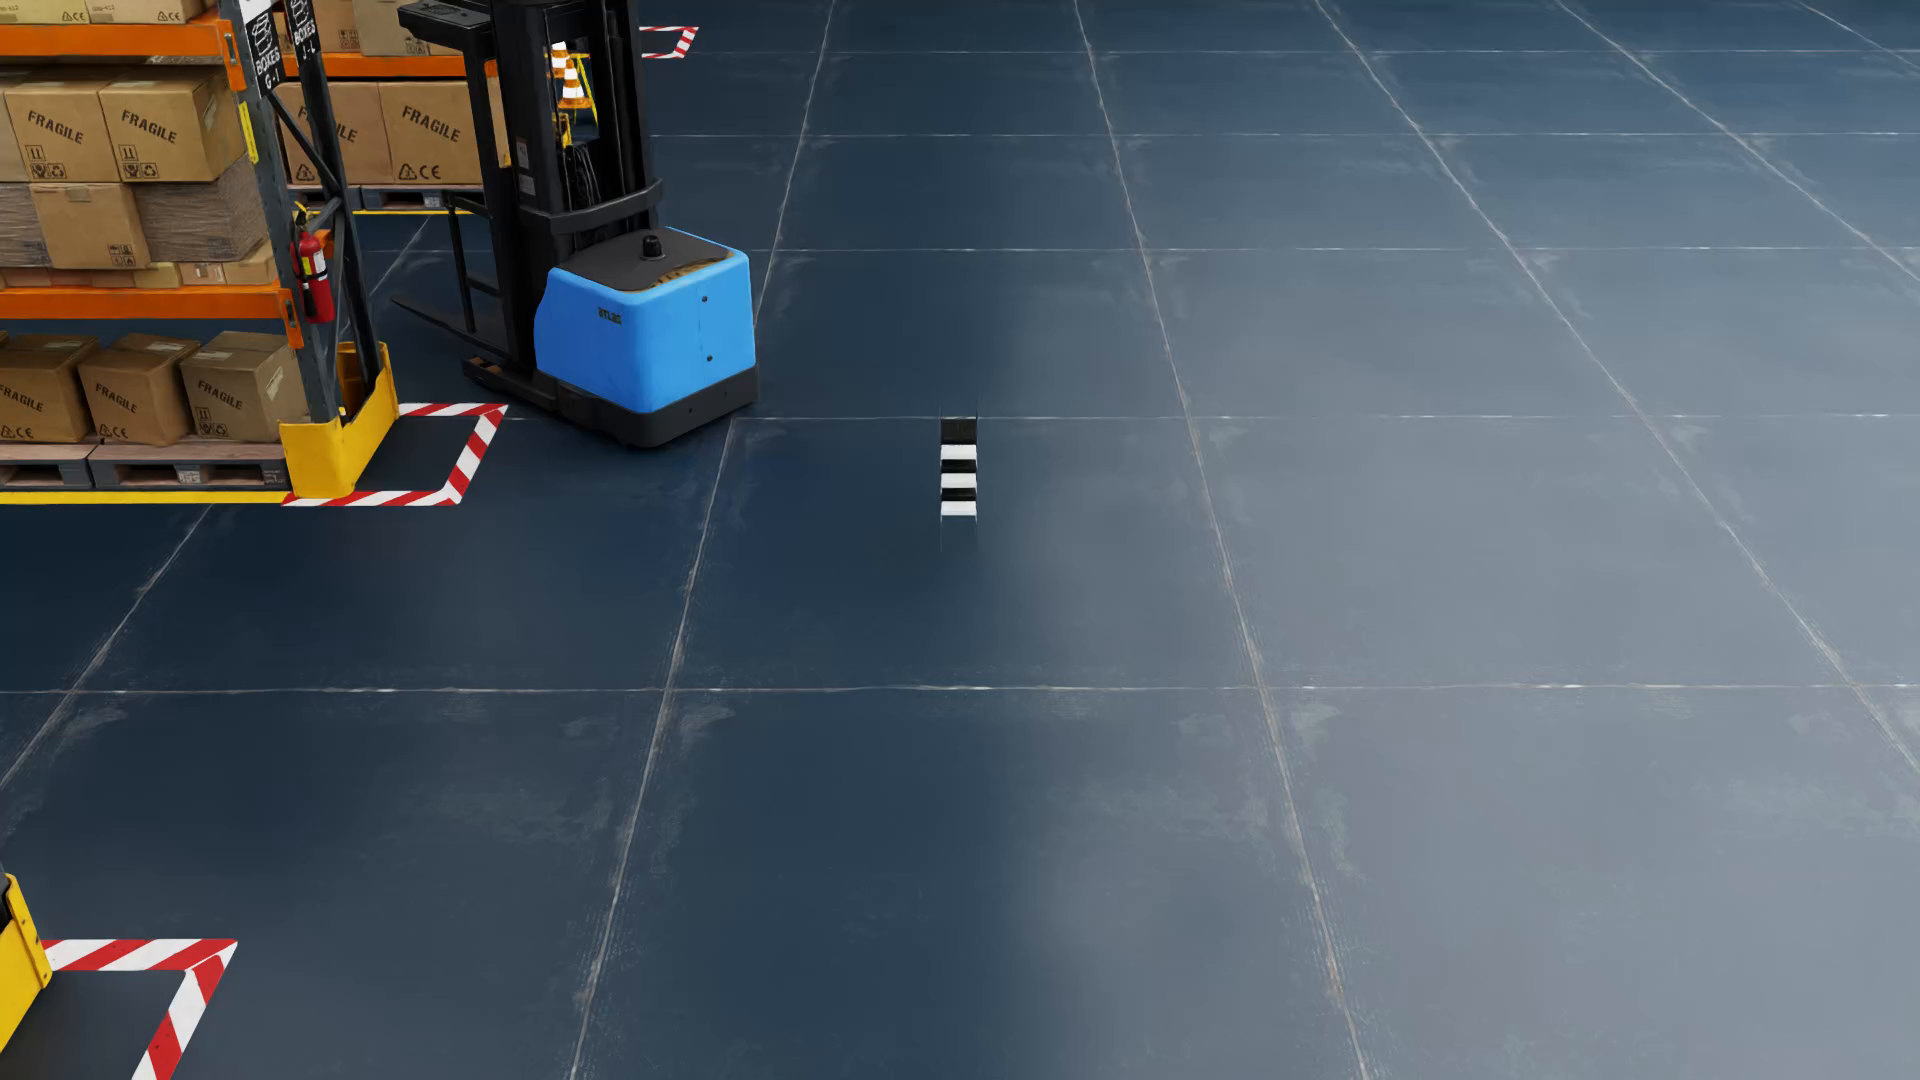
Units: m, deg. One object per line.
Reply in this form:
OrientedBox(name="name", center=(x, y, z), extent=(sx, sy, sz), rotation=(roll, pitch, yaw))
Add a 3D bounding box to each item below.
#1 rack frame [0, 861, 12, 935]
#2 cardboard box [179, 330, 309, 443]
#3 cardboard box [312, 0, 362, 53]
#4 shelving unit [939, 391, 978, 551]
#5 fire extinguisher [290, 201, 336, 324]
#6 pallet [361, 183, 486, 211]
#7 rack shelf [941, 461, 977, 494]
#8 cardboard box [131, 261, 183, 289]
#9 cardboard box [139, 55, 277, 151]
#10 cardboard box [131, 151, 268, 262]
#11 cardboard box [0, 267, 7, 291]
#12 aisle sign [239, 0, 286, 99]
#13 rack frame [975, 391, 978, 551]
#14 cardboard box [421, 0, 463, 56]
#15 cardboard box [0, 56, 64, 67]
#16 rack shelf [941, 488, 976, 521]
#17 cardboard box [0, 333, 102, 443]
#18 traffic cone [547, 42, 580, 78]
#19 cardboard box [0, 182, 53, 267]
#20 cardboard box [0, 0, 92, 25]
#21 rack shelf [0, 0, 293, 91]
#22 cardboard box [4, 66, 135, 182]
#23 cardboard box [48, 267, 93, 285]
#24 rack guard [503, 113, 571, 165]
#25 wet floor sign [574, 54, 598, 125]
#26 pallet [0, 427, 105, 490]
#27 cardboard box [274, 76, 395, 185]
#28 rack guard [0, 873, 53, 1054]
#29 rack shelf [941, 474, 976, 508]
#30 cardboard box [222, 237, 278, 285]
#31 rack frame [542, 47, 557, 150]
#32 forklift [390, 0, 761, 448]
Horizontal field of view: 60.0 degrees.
OrientedBox(name="rack frame", center=(-3.768, 0.732, 5.541), extent=(0.127, 3.000, 1.000), rotation=(0, 31, 0))
OrientedBox(name="cardboard box", center=(-4.423, -0.955, 10.326), extent=(0.500, 0.500, 0.500), rotation=(5, 32, 9))
OrientedBox(name="cardboard box", center=(-5.208, -4.500, 14.020), extent=(0.550, 0.550, 0.875), rotation=(0, 31, 0))
OrientedBox(name="shelving unit", center=(-0.008, -0.385, 9.406), extent=(0.210, 0.900, 0.258), rotation=(0, 31, 0))
OrientedBox(name="fire extinguisher", center=(-3.681, -1.565, 9.402), extent=(0.183, 0.674, 0.296), rotation=(0, 31, 0))
OrientedBox(name="pallet", center=(-4.526, -3.175, 14.669), extent=(1.213, 0.211, 1.003), rotation=(0, 31, 0))
OrientedBox(name="rack shelf", center=(-0.008, -0.356, 9.423), extent=(0.200, 0.077, 0.258), rotation=(0, 31, 0))
OrientedBox(name="cardboard box", center=(-4.582, -1.594, 9.617), extent=(0.250, 0.149, 0.380), rotation=(0, 31, 0))
OrientedBox(name="cardboard box", center=(-4.350, -2.574, 9.643), extent=(0.500, 0.500, 0.500), rotation=(0, 31, 0))
OrientedBox(name="cardboard box", center=(-4.348, -2.020, 9.693), extent=(0.500, 0.500, 0.875), rotation=(0, 31, 0))
OrientedBox(name="cardboard box", center=(-5.581, -1.563, 9.565), extent=(0.250, 0.149, 0.380), rotation=(0, 31, 0))
OrientedBox(name="aisle sign", center=(-3.734, -2.793, 8.845), extent=(0.004, 0.787, 0.394), rotation=(0, 31, 0))
OrientedBox(name="rack frame", center=(0.094, -0.385, 9.406), extent=(0.006, 0.900, 0.240), rotation=(0, 31, 0))
OrientedBox(name="cardboard box", center=(-4.098, -4.450, 13.937), extent=(0.550, 0.550, 0.875), rotation=(0, 31, 0))
OrientedBox(name="cardboard box", center=(-5.350, -2.574, 9.643), extent=(0.500, 0.500, 0.500), rotation=(0, 31, 0))
OrientedBox(name="rack shelf", center=(-0.008, -0.202, 9.516), extent=(0.200, 0.077, 0.258), rotation=(0, 31, 0))
OrientedBox(name="cardboard box", center=(-5.646, -0.943, 10.307), extent=(0.500, 0.500, 0.500), rotation=(3, 31, 4))
OrientedBox(name="traffic cone", center=(-4.280, -5.223, 17.801), extent=(0.334, 0.463, 0.336), rotation=(0, 31, 0))
OrientedBox(name="cardboard box", center=(-5.348, -1.977, 9.622), extent=(0.500, 0.500, 0.875), rotation=(0, 31, 0))
OrientedBox(name="cardboard box", center=(-4.778, -2.919, 8.811), extent=(0.500, 0.250, 0.500), rotation=(0, 31, 0))
OrientedBox(name="rack shelf", center=(-5.798, -2.806, 9.174), extent=(4.000, 0.370, 1.077), rotation=(0, 31, 0))
OrientedBox(name="cardboard box", center=(-4.847, -2.300, 9.191), extent=(0.500, 0.500, 0.500), rotation=(0, 31, 0))
OrientedBox(name="cardboard box", center=(-5.082, -1.622, 9.663), extent=(0.250, 0.149, 0.380), rotation=(0, 31, 0))
OrientedBox(name="rack guard", center=(-3.703, -3.342, 14.665), extent=(0.348, 0.500, 1.175), rotation=(0, 31, 0))
OrientedBox(name="wet floor sign", center=(-3.710, -4.431, 16.320), extent=(0.232, 0.644, 0.267), rotation=(-5, 32, -9))
OrientedBox(name="pallet", center=(-5.904, -0.658, 10.521), extent=(1.213, 0.211, 1.003), rotation=(0, 31, 0))
OrientedBox(name="cardboard box", center=(-5.285, -3.641, 14.392), extent=(0.875, 0.875, 0.875), rotation=(-1, 31, -1))
OrientedBox(name="rack guard", center=(-3.844, 1.825, 6.149), extent=(0.348, 0.500, 1.175), rotation=(0, 31, 0))
OrientedBox(name="rack shelf", center=(-0.008, -0.279, 9.470), extent=(0.200, 0.077, 0.258), rotation=(0, 31, 0))
OrientedBox(name="cardboard box", center=(-4.082, -1.622, 9.663), extent=(0.250, 0.149, 0.380), rotation=(0, 31, 0))
OrientedBox(name="rack frame", center=(-3.727, -4.410, 14.016), extent=(0.127, 3.000, 1.000), rotation=(0, 31, 0))
OrientedBox(name="forklift", center=(-2.786, -2.461, 10.869), extent=(3.031, 2.935, 1.130), rotation=(23, 38, 33))
